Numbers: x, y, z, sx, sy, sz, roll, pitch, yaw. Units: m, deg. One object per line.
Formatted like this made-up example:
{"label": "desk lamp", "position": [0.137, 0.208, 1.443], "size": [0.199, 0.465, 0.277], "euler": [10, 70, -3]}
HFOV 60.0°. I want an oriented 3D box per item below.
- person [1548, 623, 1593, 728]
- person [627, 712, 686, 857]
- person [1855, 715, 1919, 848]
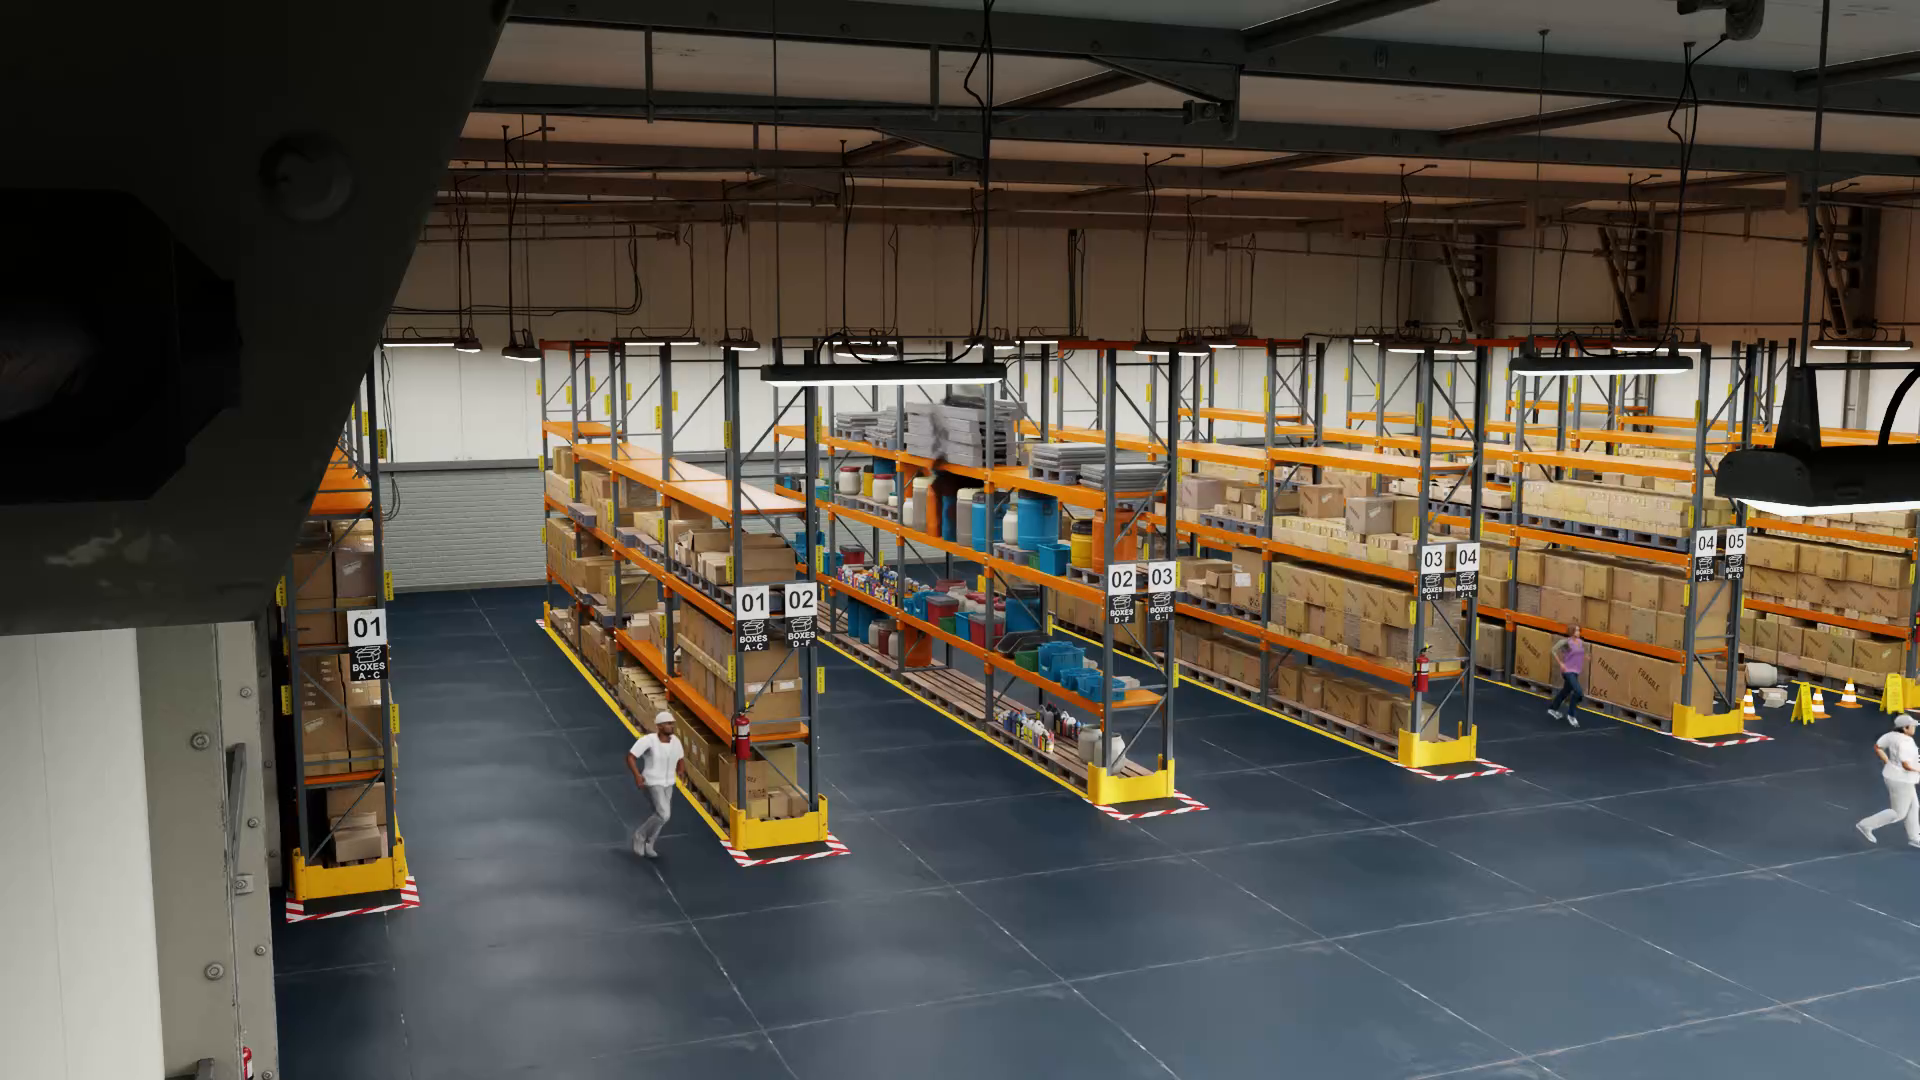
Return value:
{"label": "person", "position": [9.657, 2.126, 26.339], "size": [0.519, 1.644, 0.722], "euler": [-6, 9, -38]}
{"label": "person", "position": [-3.544, 2.906, 19.833], "size": [0.557, 1.710, 0.718], "euler": [6, 9, 37]}
{"label": "person", "position": [11.294, 2.924, 20.011], "size": [0.920, 1.678, 0.617], "euler": [2, 8, 13]}
